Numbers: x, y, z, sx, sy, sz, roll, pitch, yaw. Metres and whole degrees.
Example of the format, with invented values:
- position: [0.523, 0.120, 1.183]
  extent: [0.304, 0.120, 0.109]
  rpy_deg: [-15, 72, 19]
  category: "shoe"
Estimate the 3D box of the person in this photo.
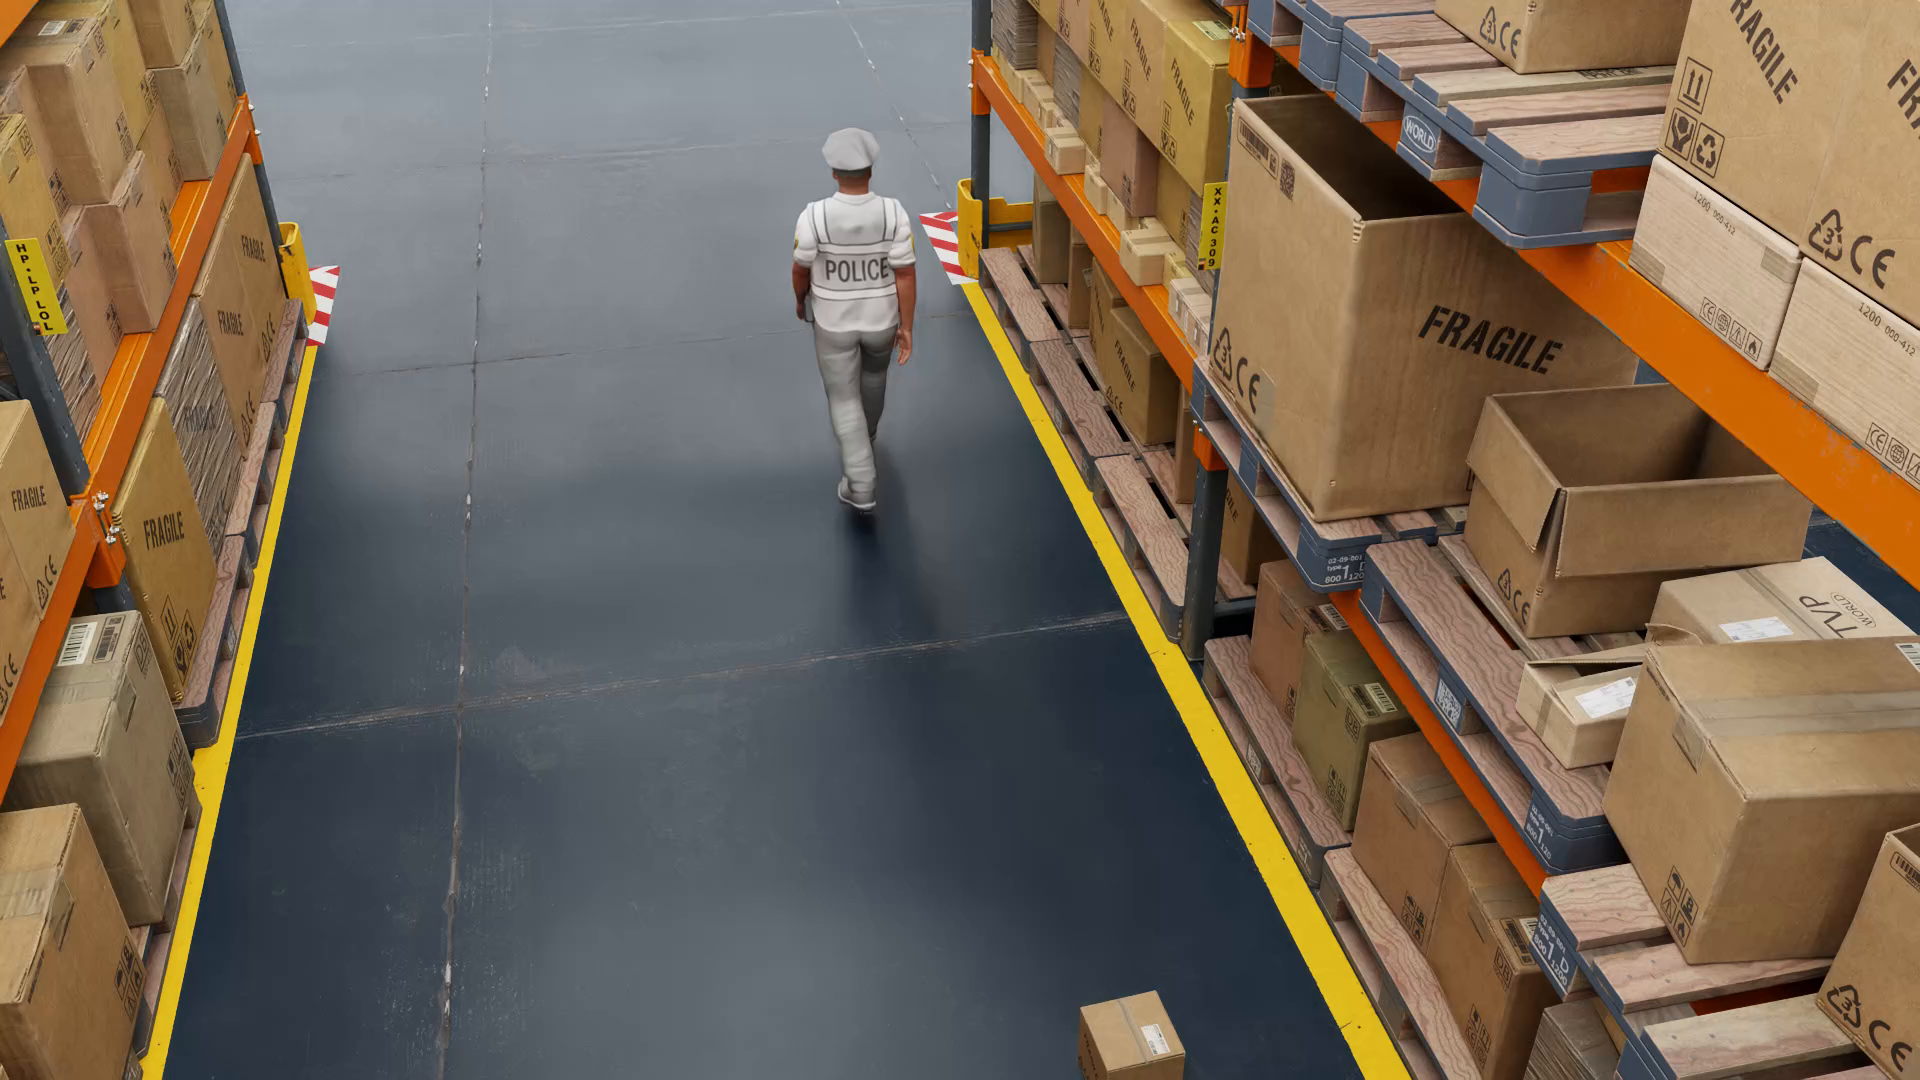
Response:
- position: [-0.501, -1.075, 7.696]
  extent: [0.538, 1.719, 1.063]
  rpy_deg: [-9, 35, -13]
  category: "person"
